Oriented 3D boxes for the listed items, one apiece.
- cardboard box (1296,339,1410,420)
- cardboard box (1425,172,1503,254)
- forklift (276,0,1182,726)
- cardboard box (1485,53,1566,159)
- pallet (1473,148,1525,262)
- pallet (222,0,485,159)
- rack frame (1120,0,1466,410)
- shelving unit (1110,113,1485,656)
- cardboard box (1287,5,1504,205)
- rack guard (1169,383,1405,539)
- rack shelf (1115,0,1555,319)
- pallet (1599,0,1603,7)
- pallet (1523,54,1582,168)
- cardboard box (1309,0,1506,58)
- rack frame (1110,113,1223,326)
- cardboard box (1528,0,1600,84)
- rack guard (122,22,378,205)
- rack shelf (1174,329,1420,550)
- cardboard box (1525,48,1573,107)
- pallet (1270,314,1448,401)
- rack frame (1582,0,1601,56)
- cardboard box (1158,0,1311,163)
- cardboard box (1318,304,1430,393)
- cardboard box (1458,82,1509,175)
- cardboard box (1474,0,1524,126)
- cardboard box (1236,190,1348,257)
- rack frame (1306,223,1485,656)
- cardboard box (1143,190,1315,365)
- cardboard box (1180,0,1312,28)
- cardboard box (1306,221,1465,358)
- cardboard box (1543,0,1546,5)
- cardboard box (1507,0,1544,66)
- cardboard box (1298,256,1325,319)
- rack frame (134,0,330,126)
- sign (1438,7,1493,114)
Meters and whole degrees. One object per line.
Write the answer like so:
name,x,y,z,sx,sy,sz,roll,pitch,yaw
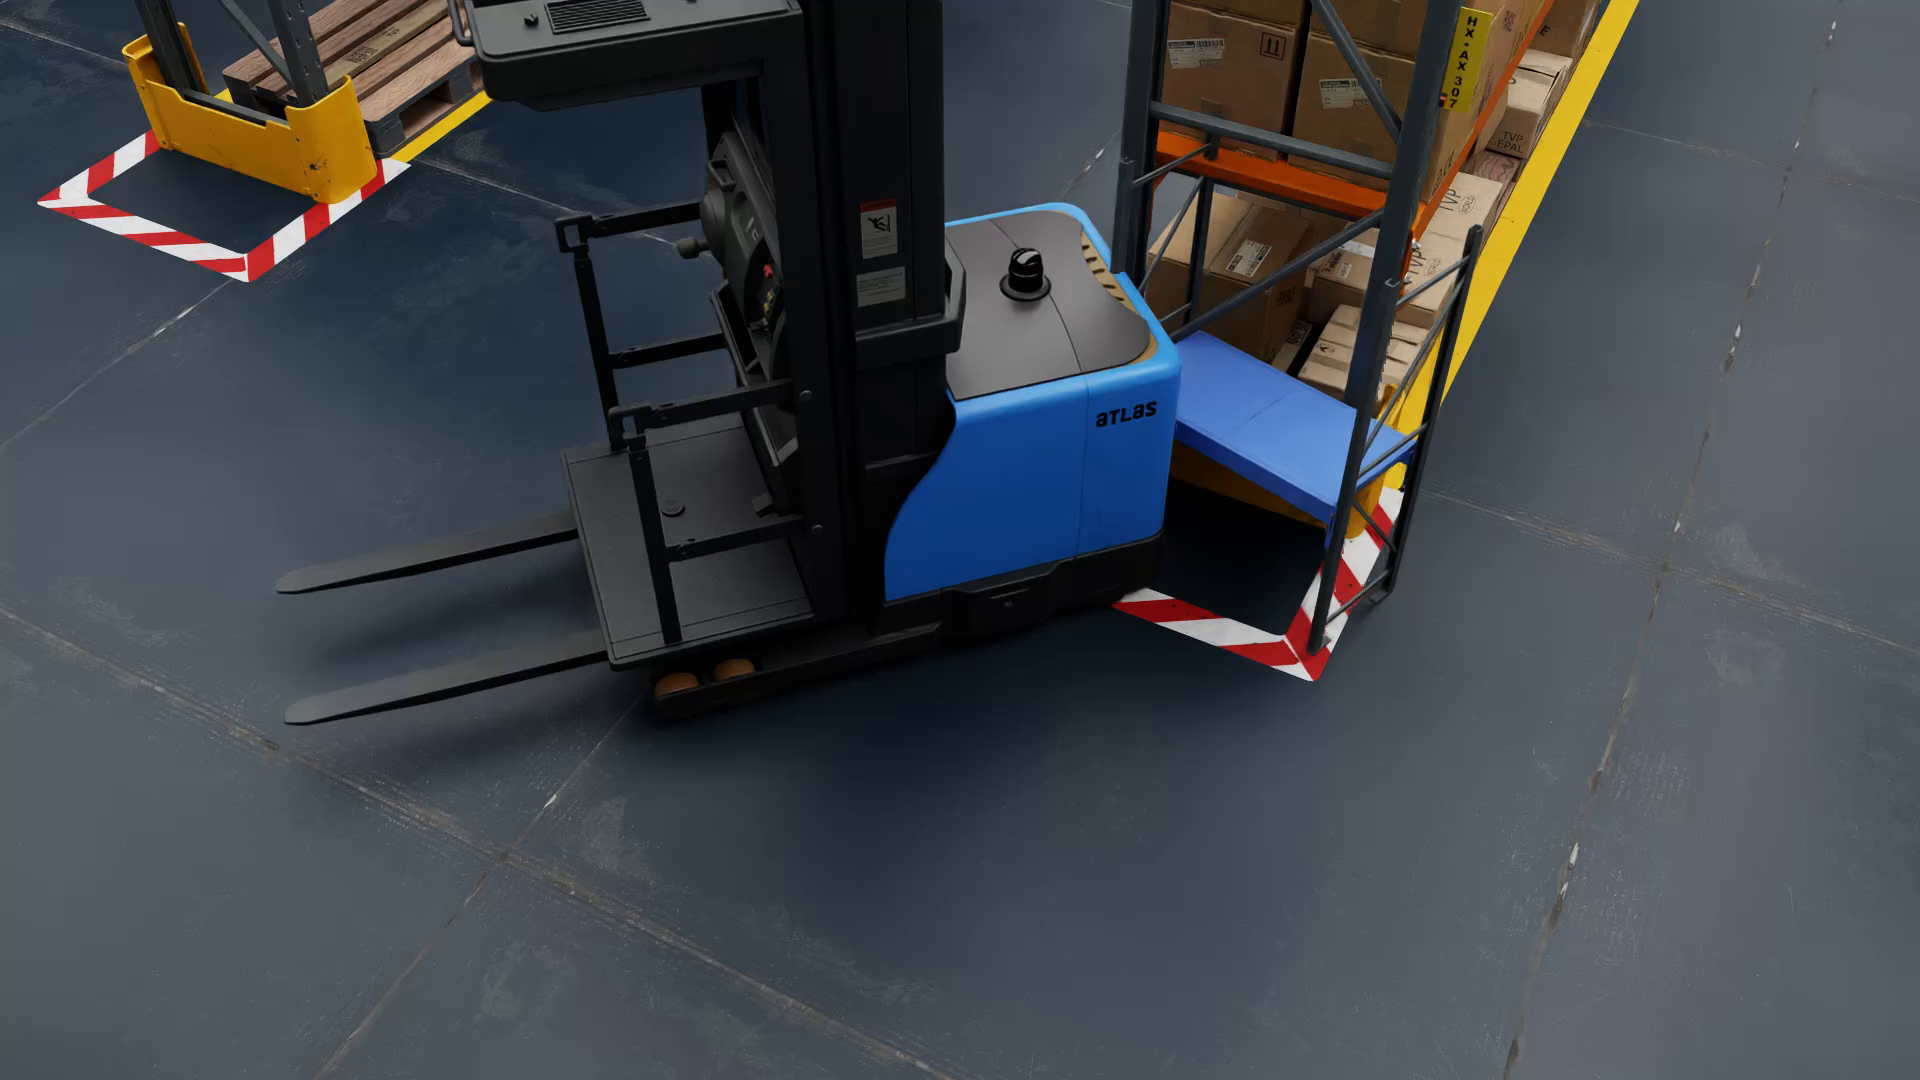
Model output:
cardboard box,1.514,-0.599,6.428,0.380,0.149,0.250,20,49,19
cardboard box,1.983,-1.363,7.112,0.500,0.250,0.500,20,49,19
forklift,-0.842,-0.846,5.026,3.031,2.935,1.130,-13,47,-13
cardboard box,2.510,-2.100,7.798,0.500,0.311,0.500,20,49,19
pallet,1.987,-1.631,7.714,1.003,0.211,1.213,20,49,19
pallet,-2.953,-2.460,8.533,1.003,0.211,1.213,20,49,19
rack frame,1.015,-1.296,5.422,1.000,3.000,0.127,20,49,19
shelving unit,1.050,-0.523,5.722,0.538,1.500,1.048,-33,51,-33
cardboard box,1.455,-1.523,5.576,0.500,0.500,0.500,21,49,20
rack guard,1.050,-0.465,6.358,1.175,0.500,0.348,20,49,19
rack shelf,1.943,-2.303,6.923,1.077,0.370,4.000,20,49,19
pallet,3.216,-3.360,9.423,1.003,0.211,1.213,20,49,19
pallet,2.552,-2.403,8.477,1.003,0.211,1.213,20,49,19
cardboard box,1.455,-1.875,5.221,0.500,0.500,0.500,22,49,20
rack frame,0.691,-0.762,5.991,0.500,1.500,0.032,-33,51,-33
cardboard box,2.859,-2.639,8.197,0.500,0.500,0.500,20,49,19
rack guard,-3.370,-2.035,7.910,1.175,0.500,0.348,20,49,19
rack shelf,1.047,-0.387,5.839,0.538,0.185,1.000,-33,51,-33
cardboard box,2.738,-2.259,8.069,0.380,0.149,0.250,20,49,19
pallet,1.420,-0.866,6.957,1.003,0.211,1.213,20,49,19
rack frame,2.872,-3.816,7.912,1.000,3.000,0.127,20,49,19
cardboard box,0.982,-1.703,5.754,0.500,0.500,0.500,22,49,20
cardboard box,1.630,-0.762,6.577,0.380,0.166,0.250,20,49,19
cardboard box,2.004,-1.907,7.472,0.797,0.503,0.637,20,49,19
cardboard box,1.689,-1.850,5.899,0.500,0.500,0.500,20,49,19
cardboard box,1.517,-1.496,7.244,0.500,0.250,0.500,20,49,19
rack frame,1.408,-0.284,5.453,0.500,1.500,0.032,-33,51,-33
cardboard box,1.049,-0.996,6.573,0.500,0.500,0.500,20,49,19
cardboard box,0.978,-2.053,5.397,0.500,0.500,0.500,20,49,19
cardboard box,1.751,-1.048,6.800,0.500,0.250,0.500,20,49,19
cardboard box,2.158,-2.480,6.521,0.500,0.500,0.500,21,49,20
cardboard box,1.925,-2.165,6.211,0.500,0.500,0.500,20,49,19
cardboard box,1.317,-1.104,6.915,0.380,0.166,0.250,20,49,19
rack frame,-3.371,-2.933,7.040,1.000,3.000,0.127,20,49,19
sign,1.496,-1.421,4.937,0.100,0.325,0.005,20,49,19
